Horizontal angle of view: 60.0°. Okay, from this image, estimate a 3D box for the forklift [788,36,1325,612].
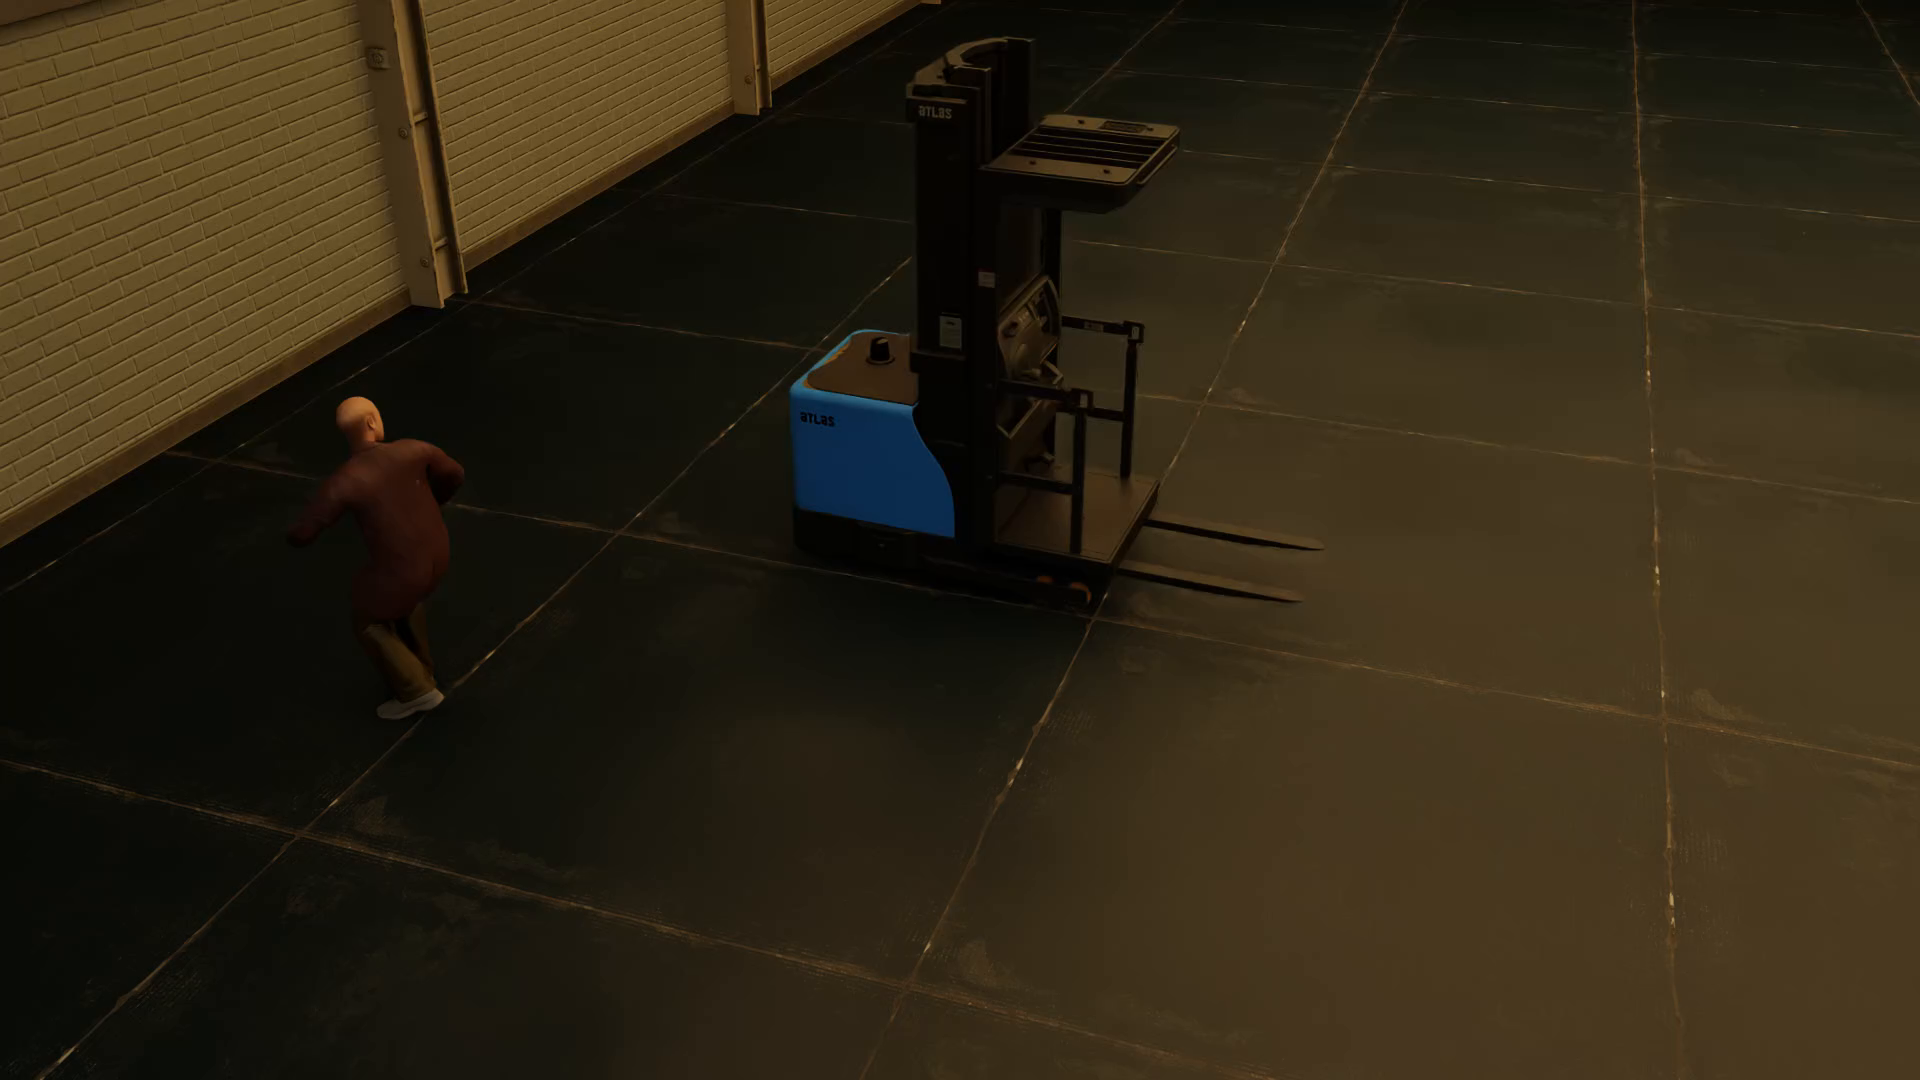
[{"bbox_3d":[0.573,-1.167,9.184,3.031,2.935,1.130,11,31,18],"label":"forklift"}]

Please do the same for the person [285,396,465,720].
[{"bbox_3d":[-2.898,0.045,8.328,0.756,1.697,0.863,19,35,30],"label":"person"}]
